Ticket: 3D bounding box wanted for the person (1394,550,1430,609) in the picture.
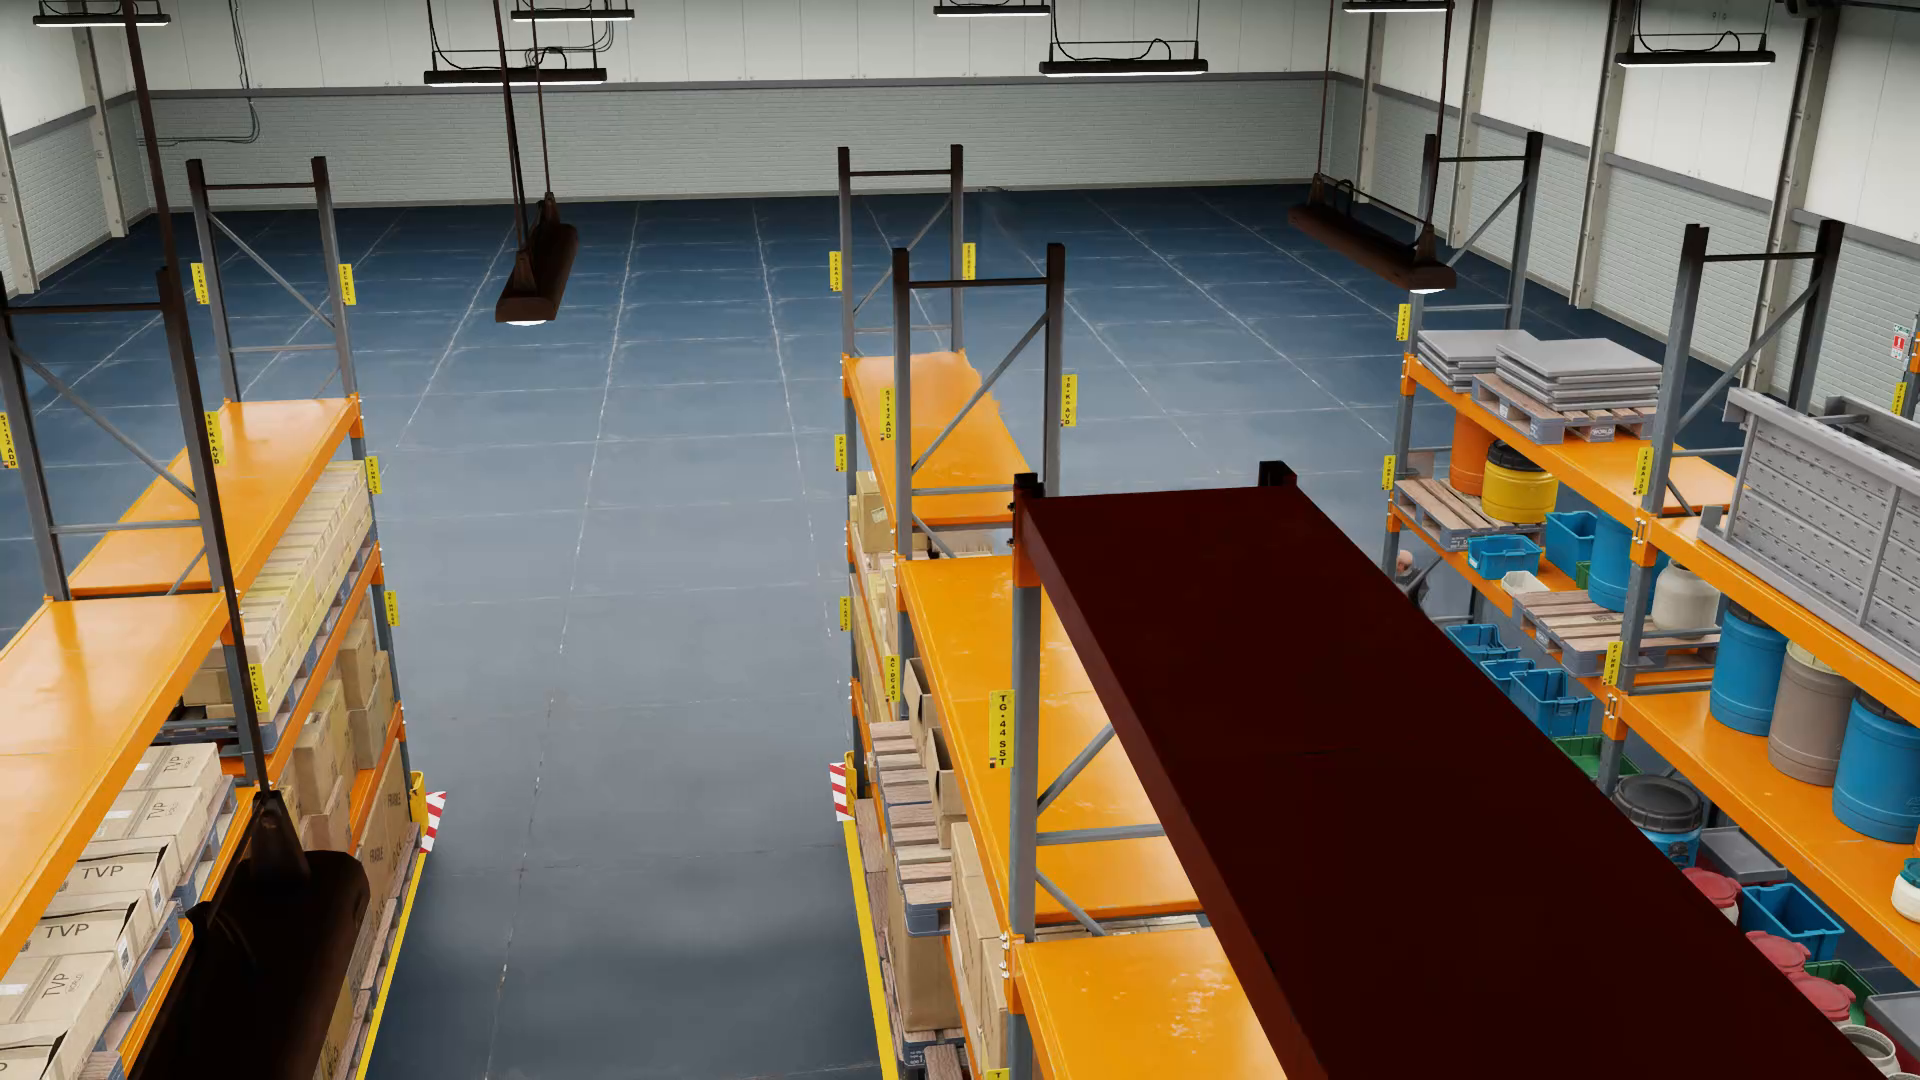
[{"bbox_3d":[4.520,0.866,17.217,0.548,1.676,0.686,12,25,28],"label":"person"}]
